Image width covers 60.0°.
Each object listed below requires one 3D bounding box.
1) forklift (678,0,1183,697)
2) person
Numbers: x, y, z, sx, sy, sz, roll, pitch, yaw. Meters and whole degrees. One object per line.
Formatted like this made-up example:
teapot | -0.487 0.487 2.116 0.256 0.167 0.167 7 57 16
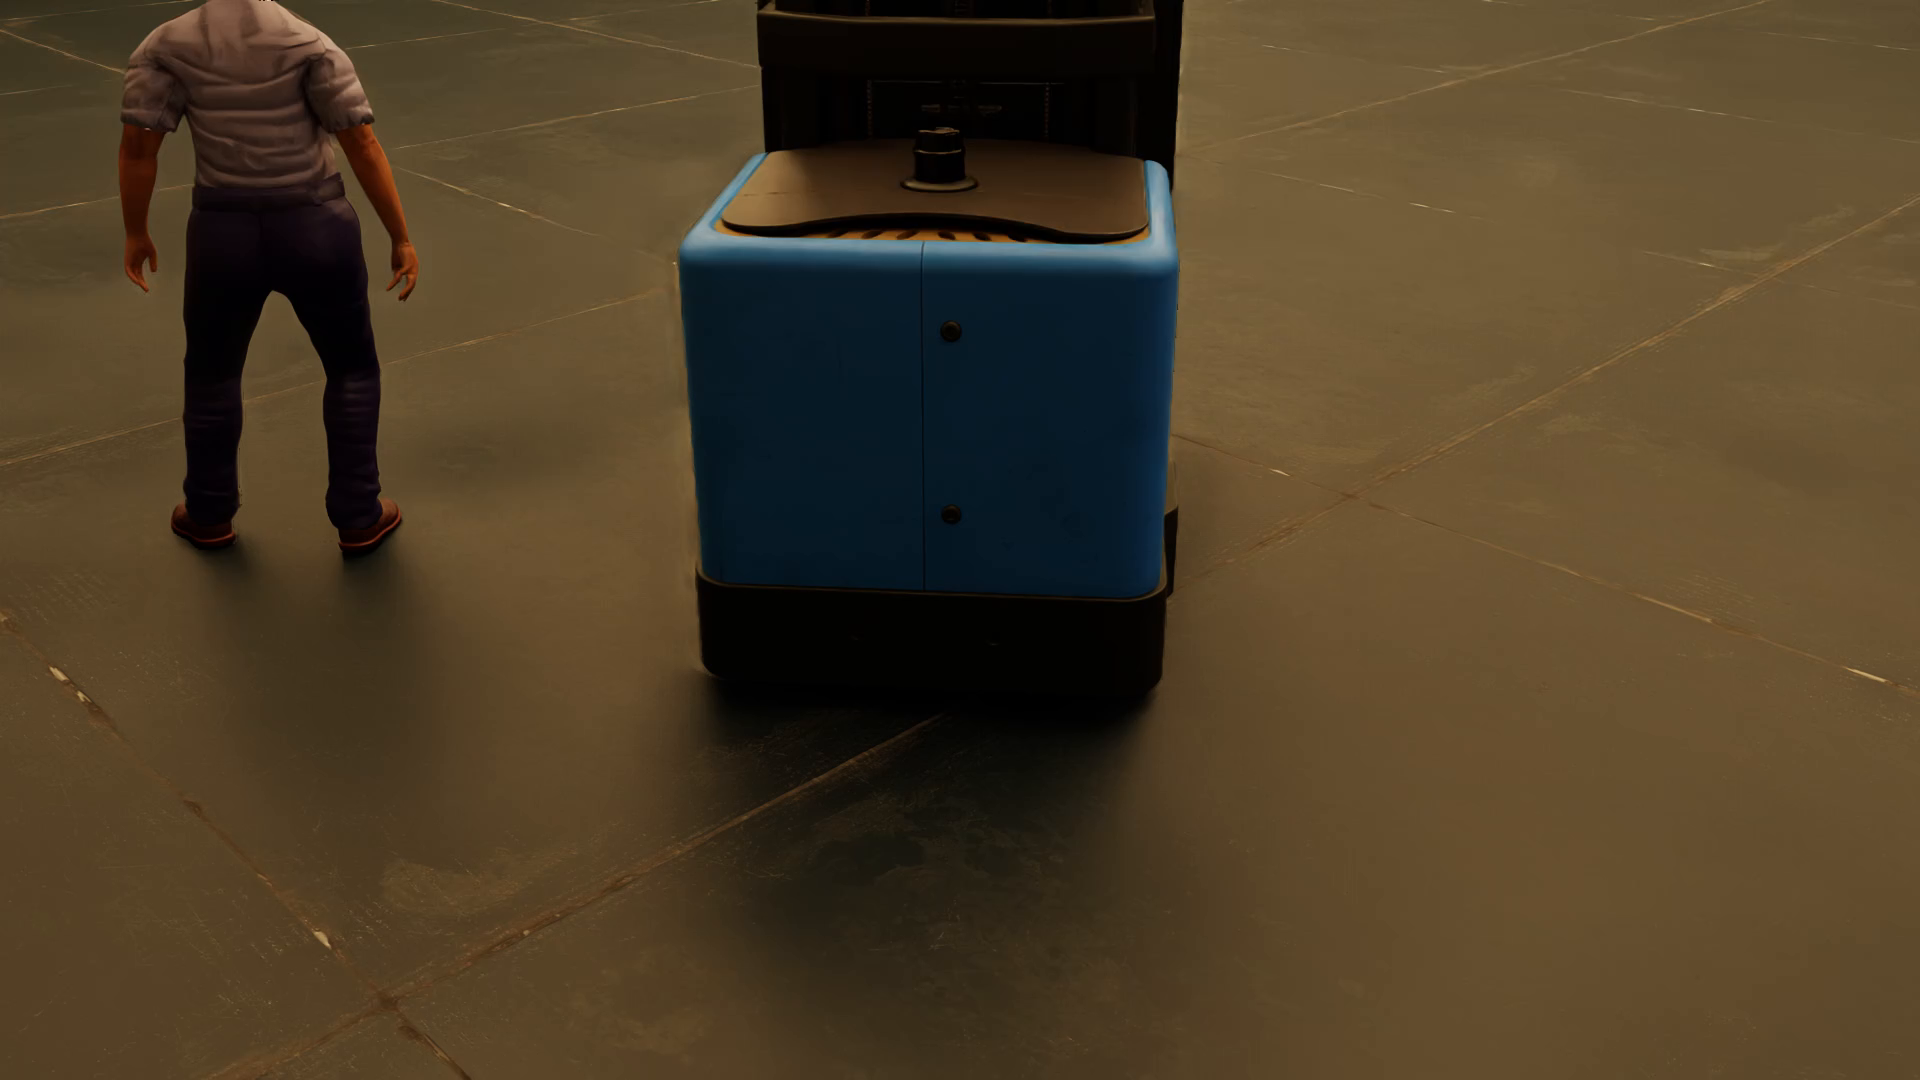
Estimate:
forklift | 0.045 -1.584 4.444 1.130 2.935 3.031 2 26 4
person | -1.783 -0.735 4.237 0.784 1.599 0.374 -4 26 -9
